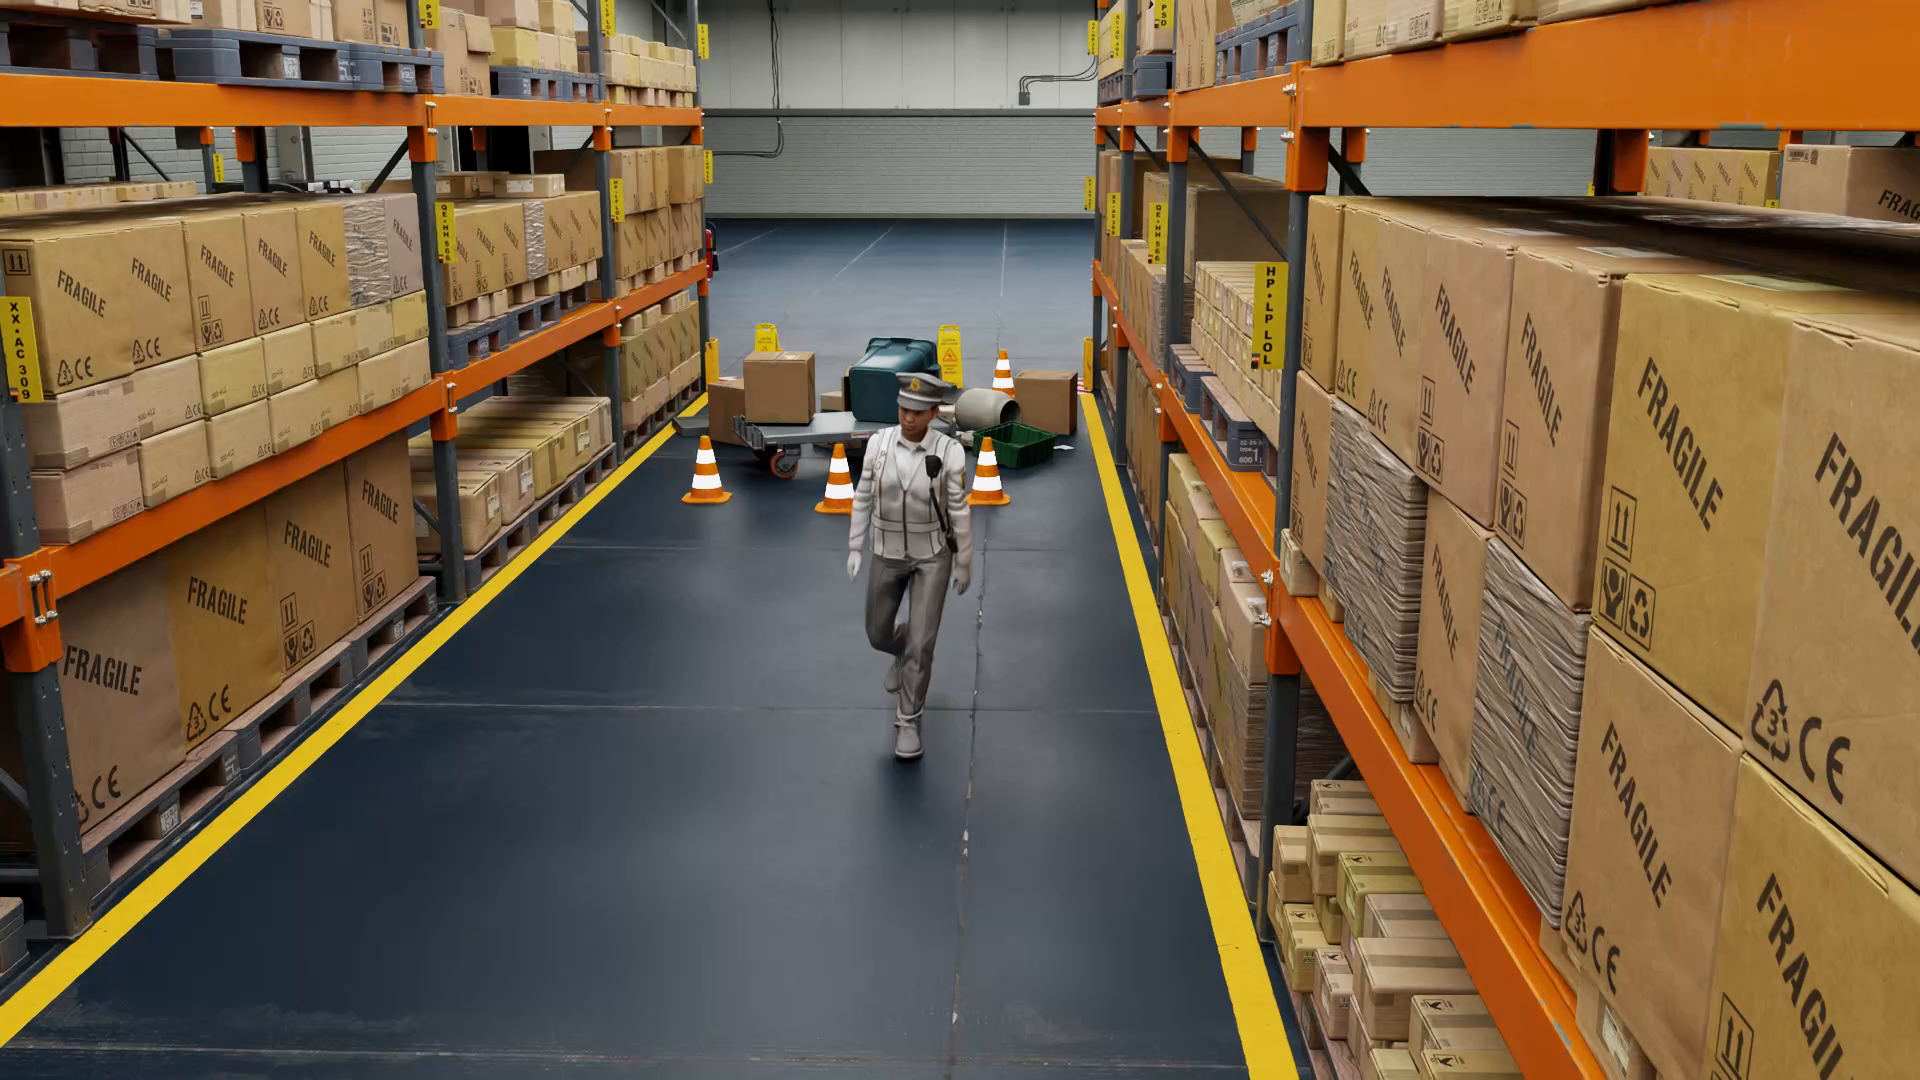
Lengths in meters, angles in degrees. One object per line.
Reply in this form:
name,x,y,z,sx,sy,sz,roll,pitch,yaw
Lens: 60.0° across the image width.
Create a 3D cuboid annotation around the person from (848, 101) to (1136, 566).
person,-2.540,-0.956,6.495,4.986,2.387,22.365,2,14,9
